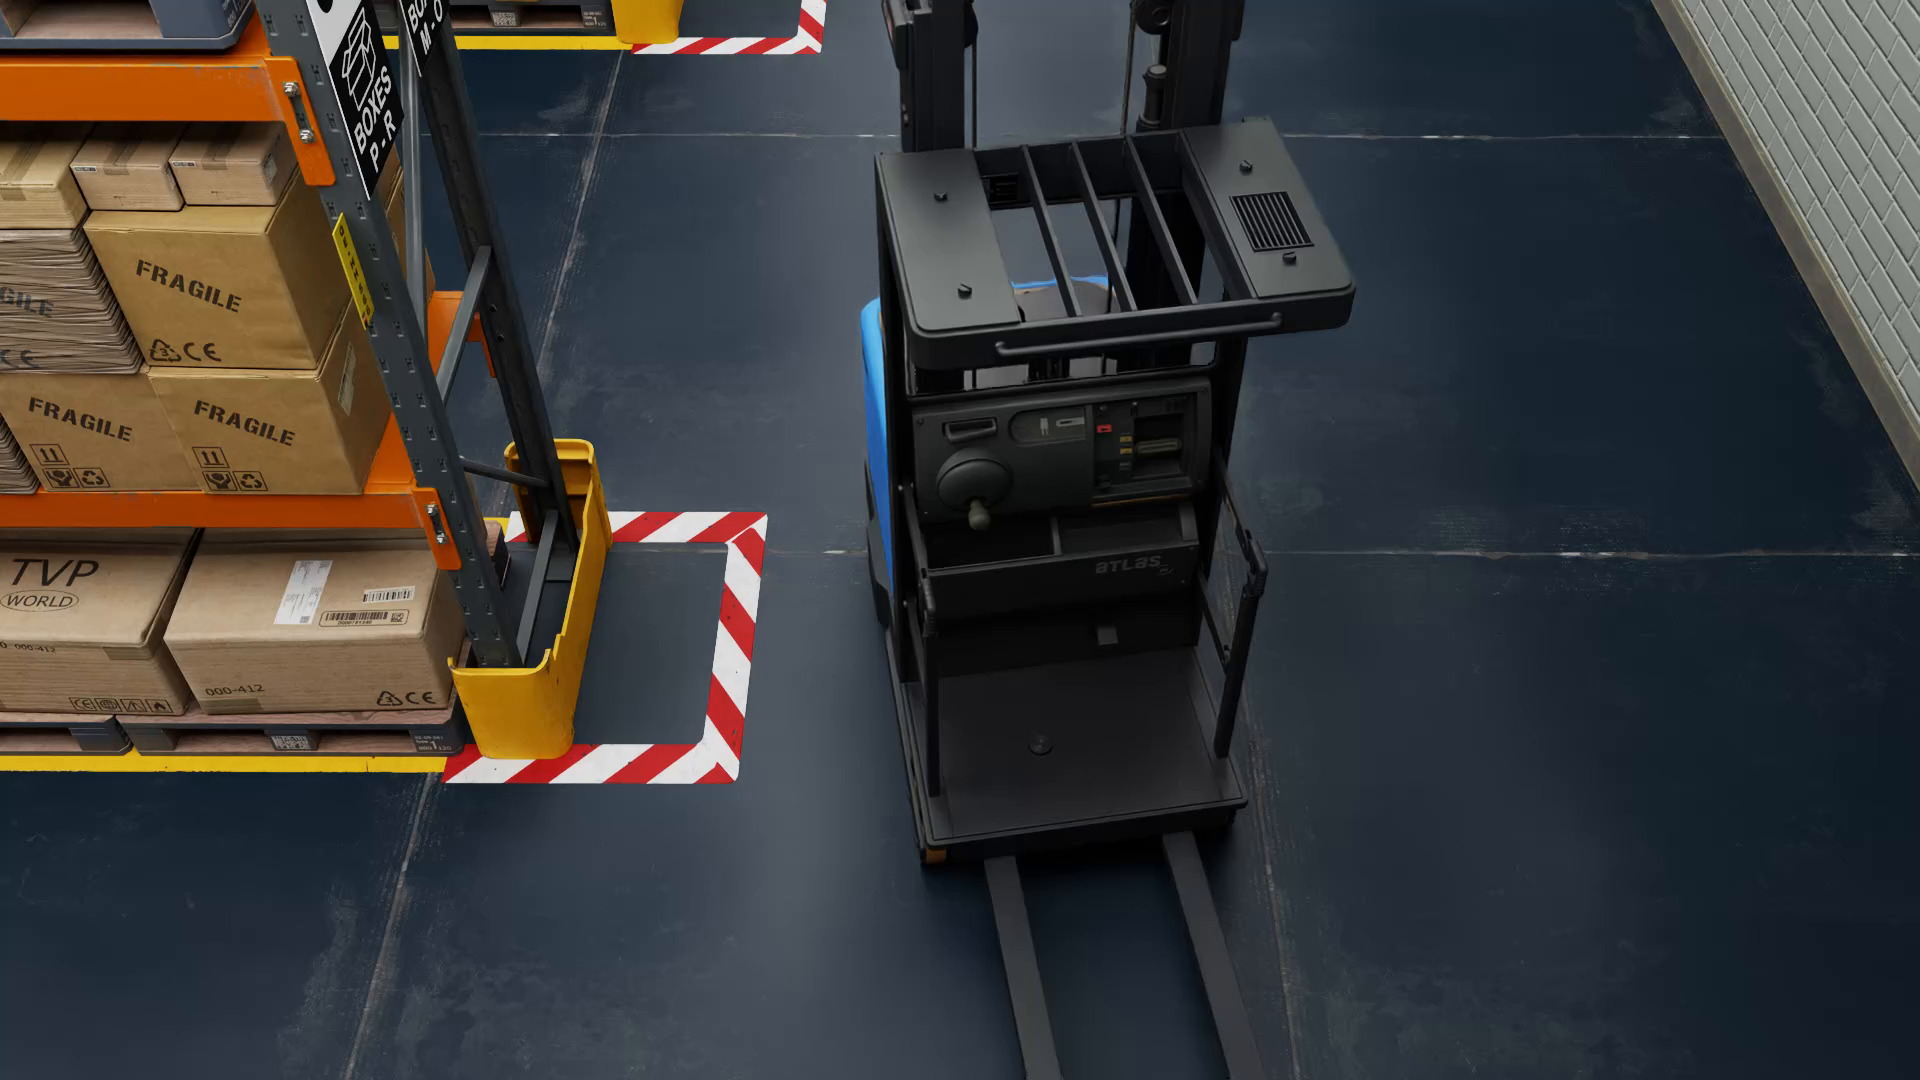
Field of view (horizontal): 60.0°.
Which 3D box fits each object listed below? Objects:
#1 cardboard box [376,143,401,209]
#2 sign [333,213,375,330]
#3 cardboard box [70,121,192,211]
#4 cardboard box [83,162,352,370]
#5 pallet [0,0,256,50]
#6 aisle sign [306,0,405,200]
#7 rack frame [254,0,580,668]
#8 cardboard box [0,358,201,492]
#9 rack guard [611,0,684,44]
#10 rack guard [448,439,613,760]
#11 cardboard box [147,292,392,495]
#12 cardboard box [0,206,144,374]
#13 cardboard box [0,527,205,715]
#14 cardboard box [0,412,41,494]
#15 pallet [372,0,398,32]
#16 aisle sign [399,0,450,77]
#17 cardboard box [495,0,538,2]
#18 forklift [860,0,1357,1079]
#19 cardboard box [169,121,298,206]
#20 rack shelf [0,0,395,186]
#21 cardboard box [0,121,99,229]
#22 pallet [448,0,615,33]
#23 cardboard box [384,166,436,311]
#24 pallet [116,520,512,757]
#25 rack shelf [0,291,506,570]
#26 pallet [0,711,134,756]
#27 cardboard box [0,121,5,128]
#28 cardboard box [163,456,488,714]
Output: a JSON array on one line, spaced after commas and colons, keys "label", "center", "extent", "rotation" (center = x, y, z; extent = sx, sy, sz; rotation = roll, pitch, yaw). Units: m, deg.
[{"label": "cardboard box", "center": [-2.103, -1.233, 5.178], "extent": [0.500, 0.500, 0.500], "rotation": [-1, 47, -1]}, {"label": "sign", "center": [-1.640, -0.726, 4.505], "extent": [0.005, 0.325, 0.100], "rotation": [0, 47, 0]}, {"label": "cardboard box", "center": [-2.238, -1.081, 4.594], "extent": [0.250, 0.149, 0.380], "rotation": [1, 47, 1]}, {"label": "cardboard box", "center": [-2.107, -0.850, 4.821], "extent": [0.500, 0.500, 0.500], "rotation": [2, 47, 1]}, {"label": "pallet", "center": [-2.366, -1.634, 4.314], "extent": [1.213, 0.211, 1.003], "rotation": [0, 47, 0]}, {"label": "aisle sign", "center": [-1.554, -1.307, 4.222], "extent": [0.004, 0.787, 0.394], "rotation": [0, 47, 0]}, {"label": "rack frame", "center": [-1.625, -0.648, 5.385], "extent": [0.127, 3.000, 1.000], "rotation": [0, 47, 0]}, {"label": "cardboard box", "center": [-2.610, -0.502, 5.181], "extent": [0.500, 0.500, 0.500], "rotation": [-1, 47, -1]}, {"label": "rack guard", "center": [-1.783, -3.420, 9.673], "extent": [0.348, 0.500, 1.175], "rotation": [0, 47, 0]}, {"label": "rack guard", "center": [-1.601, 0.204, 6.300], "extent": [0.348, 0.500, 1.175], "rotation": [0, 47, 0]}, {"label": "cardboard box", "center": [-2.108, -0.490, 5.169], "extent": [0.500, 0.500, 0.500], "rotation": [0, 47, 0]}, {"label": "cardboard box", "center": [-2.630, -0.830, 4.803], "extent": [0.500, 0.500, 0.500], "rotation": [0, 47, 0]}, {"label": "cardboard box", "center": [-3.200, 0.157, 6.099], "extent": [0.875, 0.438, 0.875], "rotation": [1, 47, 1]}, {"label": "cardboard box", "center": [-3.124, -0.496, 5.175], "extent": [0.500, 0.500, 0.500], "rotation": [1, 47, 1]}, {"label": "pallet", "center": [-3.812, -3.355, 9.810], "extent": [1.213, 0.211, 1.003], "rotation": [0, 47, 0]}, {"label": "aisle sign", "center": [-1.551, -1.746, 4.631], "extent": [0.004, 0.787, 0.394], "rotation": [0, 47, 0]}, {"label": "cardboard box", "center": [-2.492, -3.219, 9.438], "extent": [0.250, 0.149, 0.380], "rotation": [1, 47, 1]}, {"label": "forklift", "center": [0.356, -0.166, 4.983], "extent": [1.130, 2.935, 3.031], "rotation": [-7, 47, -6]}, {"label": "cardboard box", "center": [-1.984, -1.098, 4.609], "extent": [0.250, 0.149, 0.380], "rotation": [1, 47, 1]}, {"label": "rack shelf", "center": [-3.625, -1.430, 4.555], "extent": [4.000, 0.370, 1.077], "rotation": [0, 47, 0]}, {"label": "cardboard box", "center": [-2.497, -1.020, 4.537], "extent": [0.250, 0.149, 0.380], "rotation": [0, 47, 0]}, {"label": "pallet", "center": [-2.595, -3.350, 9.805], "extent": [1.213, 0.211, 1.003], "rotation": [0, 47, 0]}, {"label": "cardboard box", "center": [-2.103, -0.894, 5.545], "extent": [0.500, 0.500, 0.500], "rotation": [0, 47, 0]}, {"label": "pallet", "center": [-2.424, 0.357, 6.354], "extent": [1.213, 0.211, 1.003], "rotation": [0, 47, 0]}, {"label": "rack shelf", "center": [-3.625, -0.408, 5.653], "extent": [4.000, 0.370, 1.077], "rotation": [0, 47, 0]}, {"label": "pallet", "center": [-3.641, 0.352, 6.359], "extent": [1.213, 0.211, 1.003], "rotation": [0, 47, 0]}, {"label": "cardboard box", "center": [-2.748, -1.051, 4.566], "extent": [0.250, 0.149, 0.380], "rotation": [1, 47, 1]}, {"label": "cardboard box", "center": [-2.285, 0.153, 6.103], "extent": [0.875, 0.438, 0.875], "rotation": [-1, 47, -1]}]
